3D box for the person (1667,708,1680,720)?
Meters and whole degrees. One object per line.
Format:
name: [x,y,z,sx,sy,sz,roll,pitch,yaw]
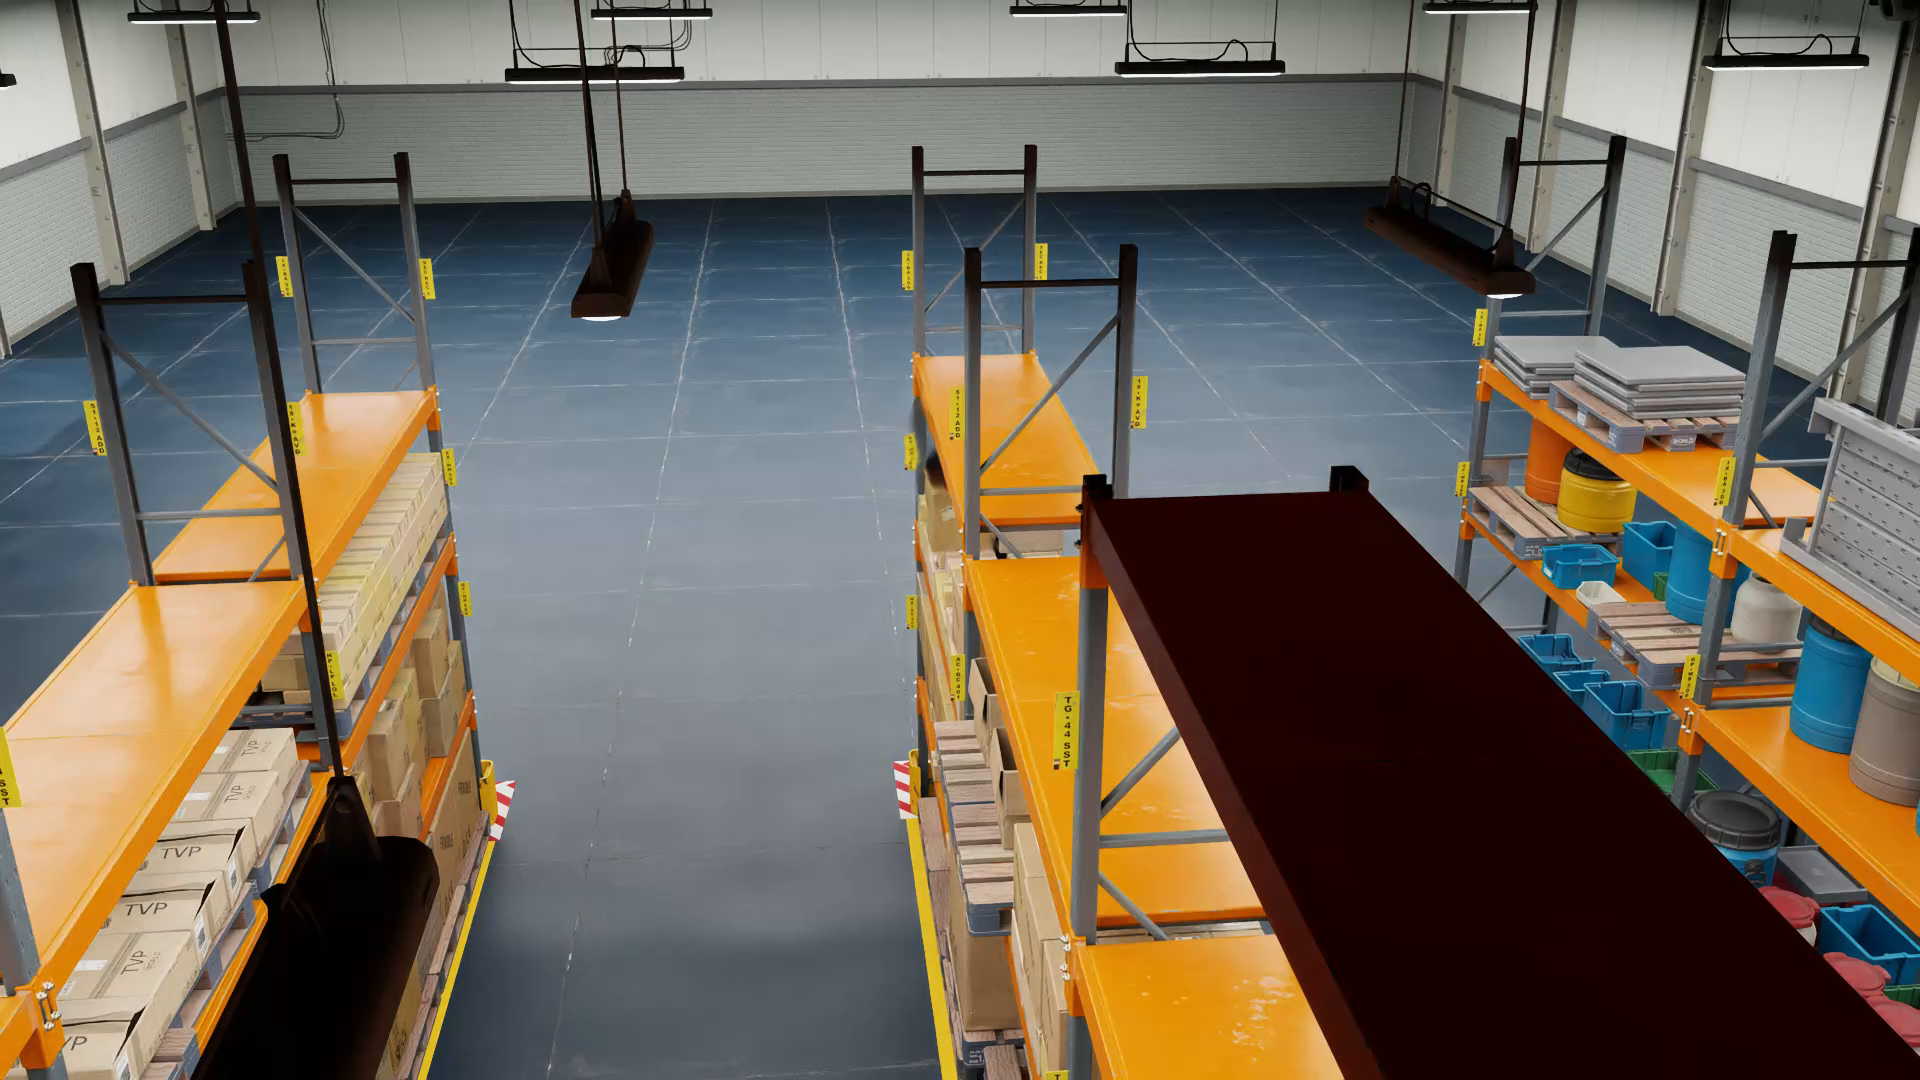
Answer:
person: [7.464,0.916,16.990,0.608,1.803,0.701,2,22,5]
